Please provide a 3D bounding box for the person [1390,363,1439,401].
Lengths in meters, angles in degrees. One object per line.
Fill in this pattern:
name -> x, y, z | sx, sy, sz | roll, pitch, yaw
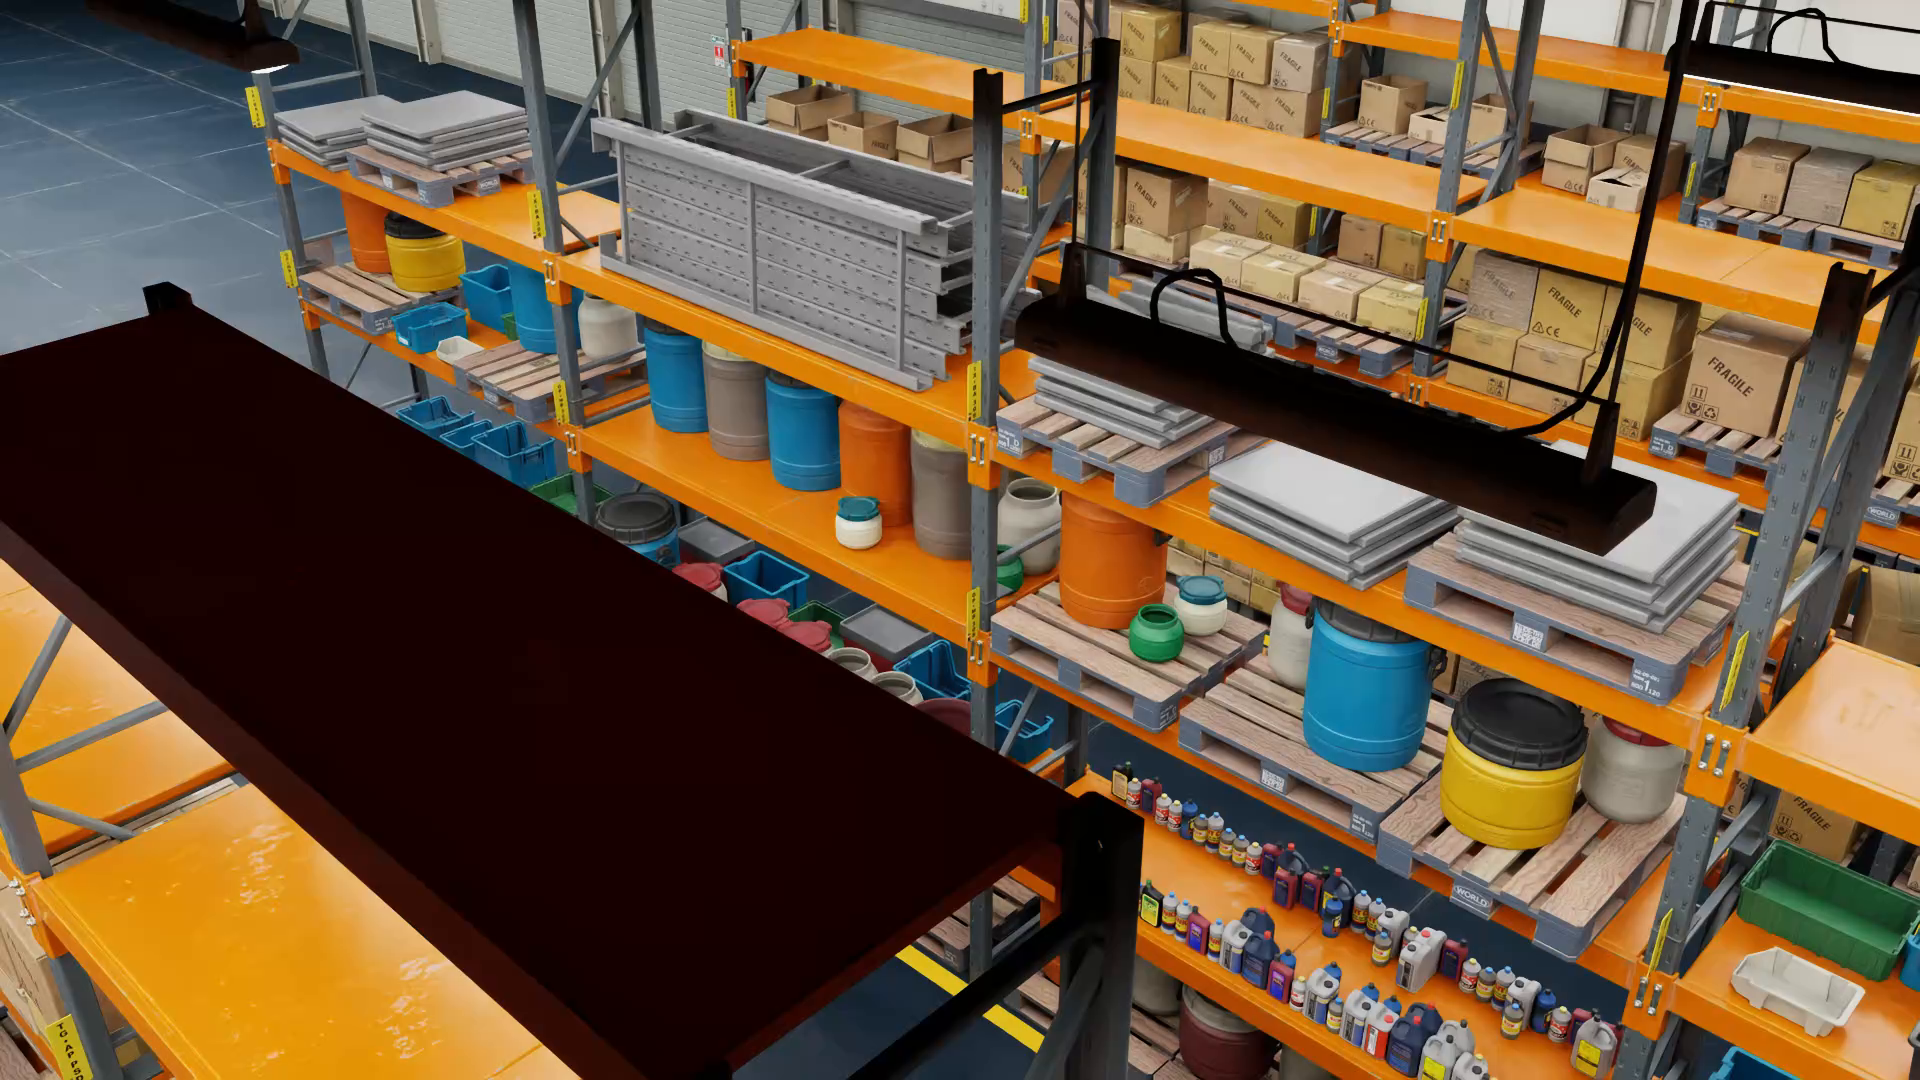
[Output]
person -> 4.576, -1.491, 17.216 | 0.743, 1.657, 0.465 | 8, 30, 15
